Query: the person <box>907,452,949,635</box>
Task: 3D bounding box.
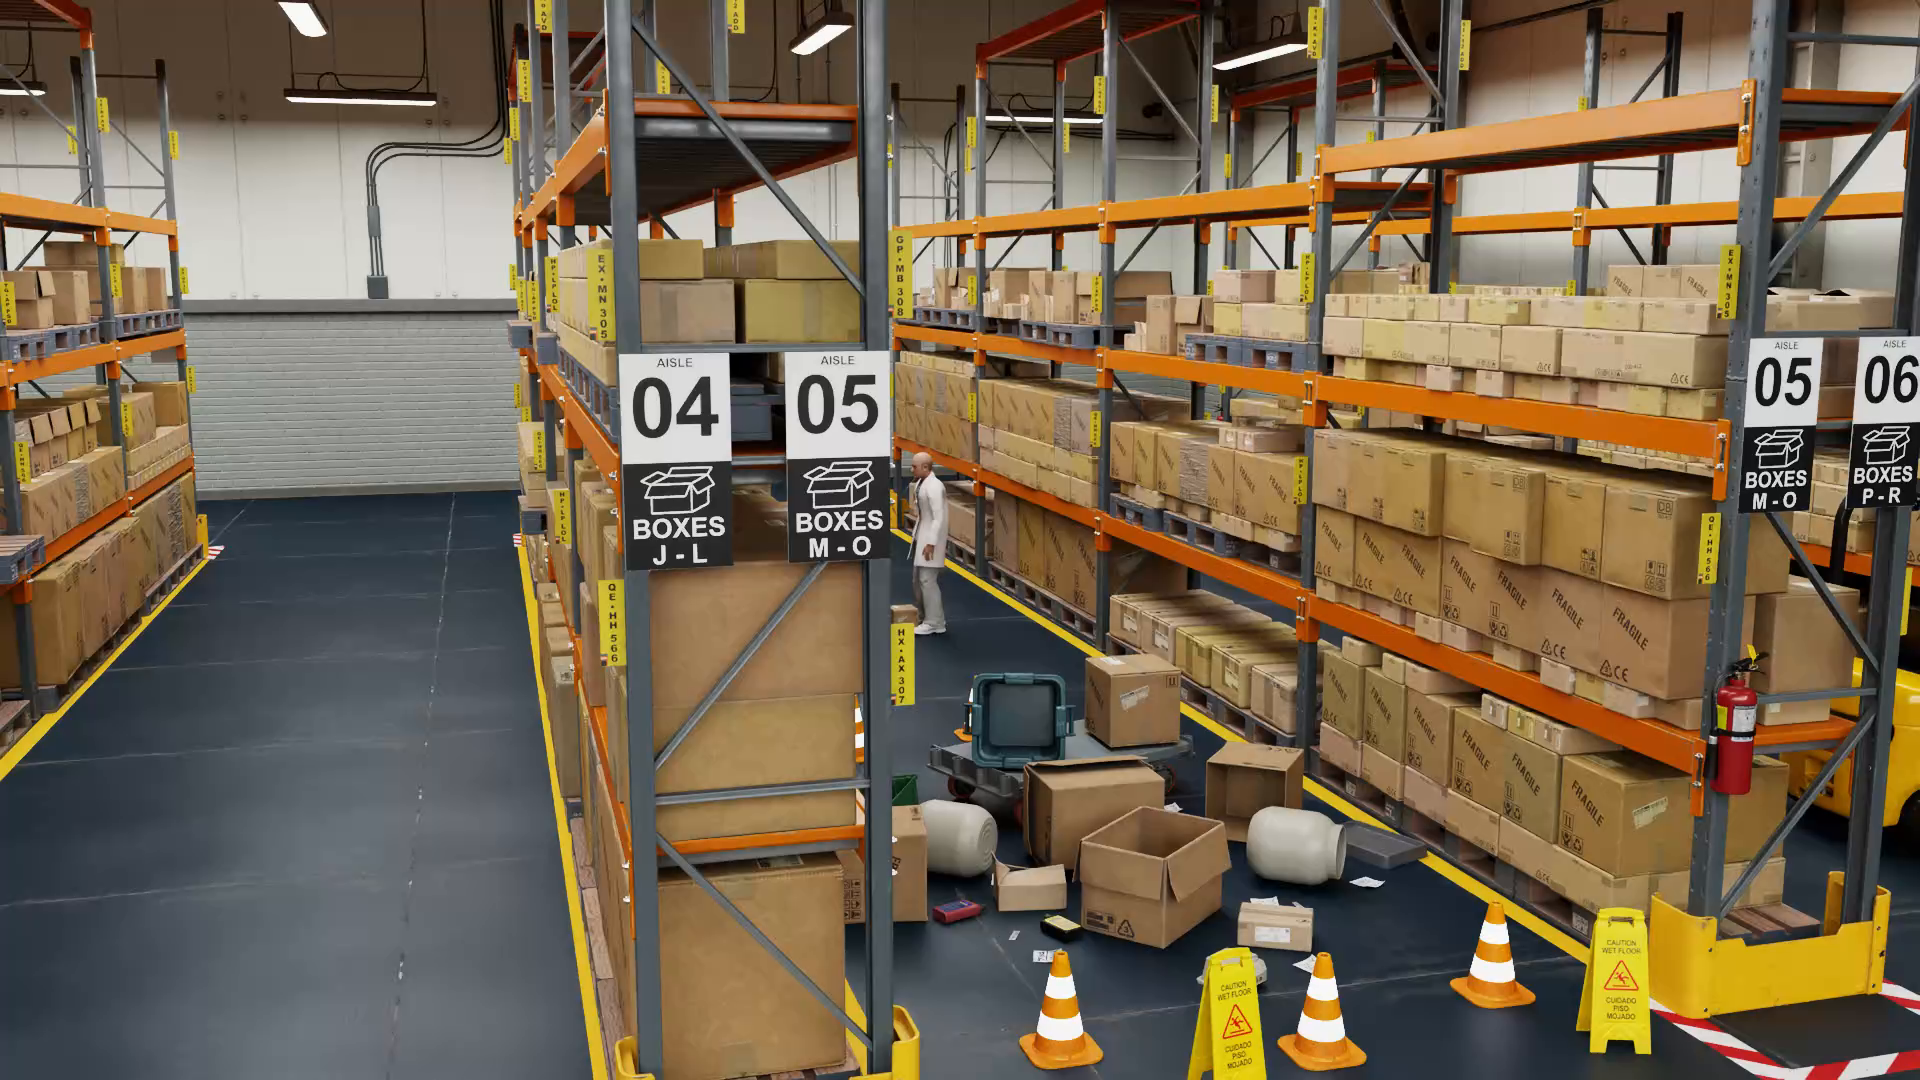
[{"bbox_3d":[-0.327,0.020,16.290,0.425,1.774,0.644,-3,9,-16],"label":"person"}]
